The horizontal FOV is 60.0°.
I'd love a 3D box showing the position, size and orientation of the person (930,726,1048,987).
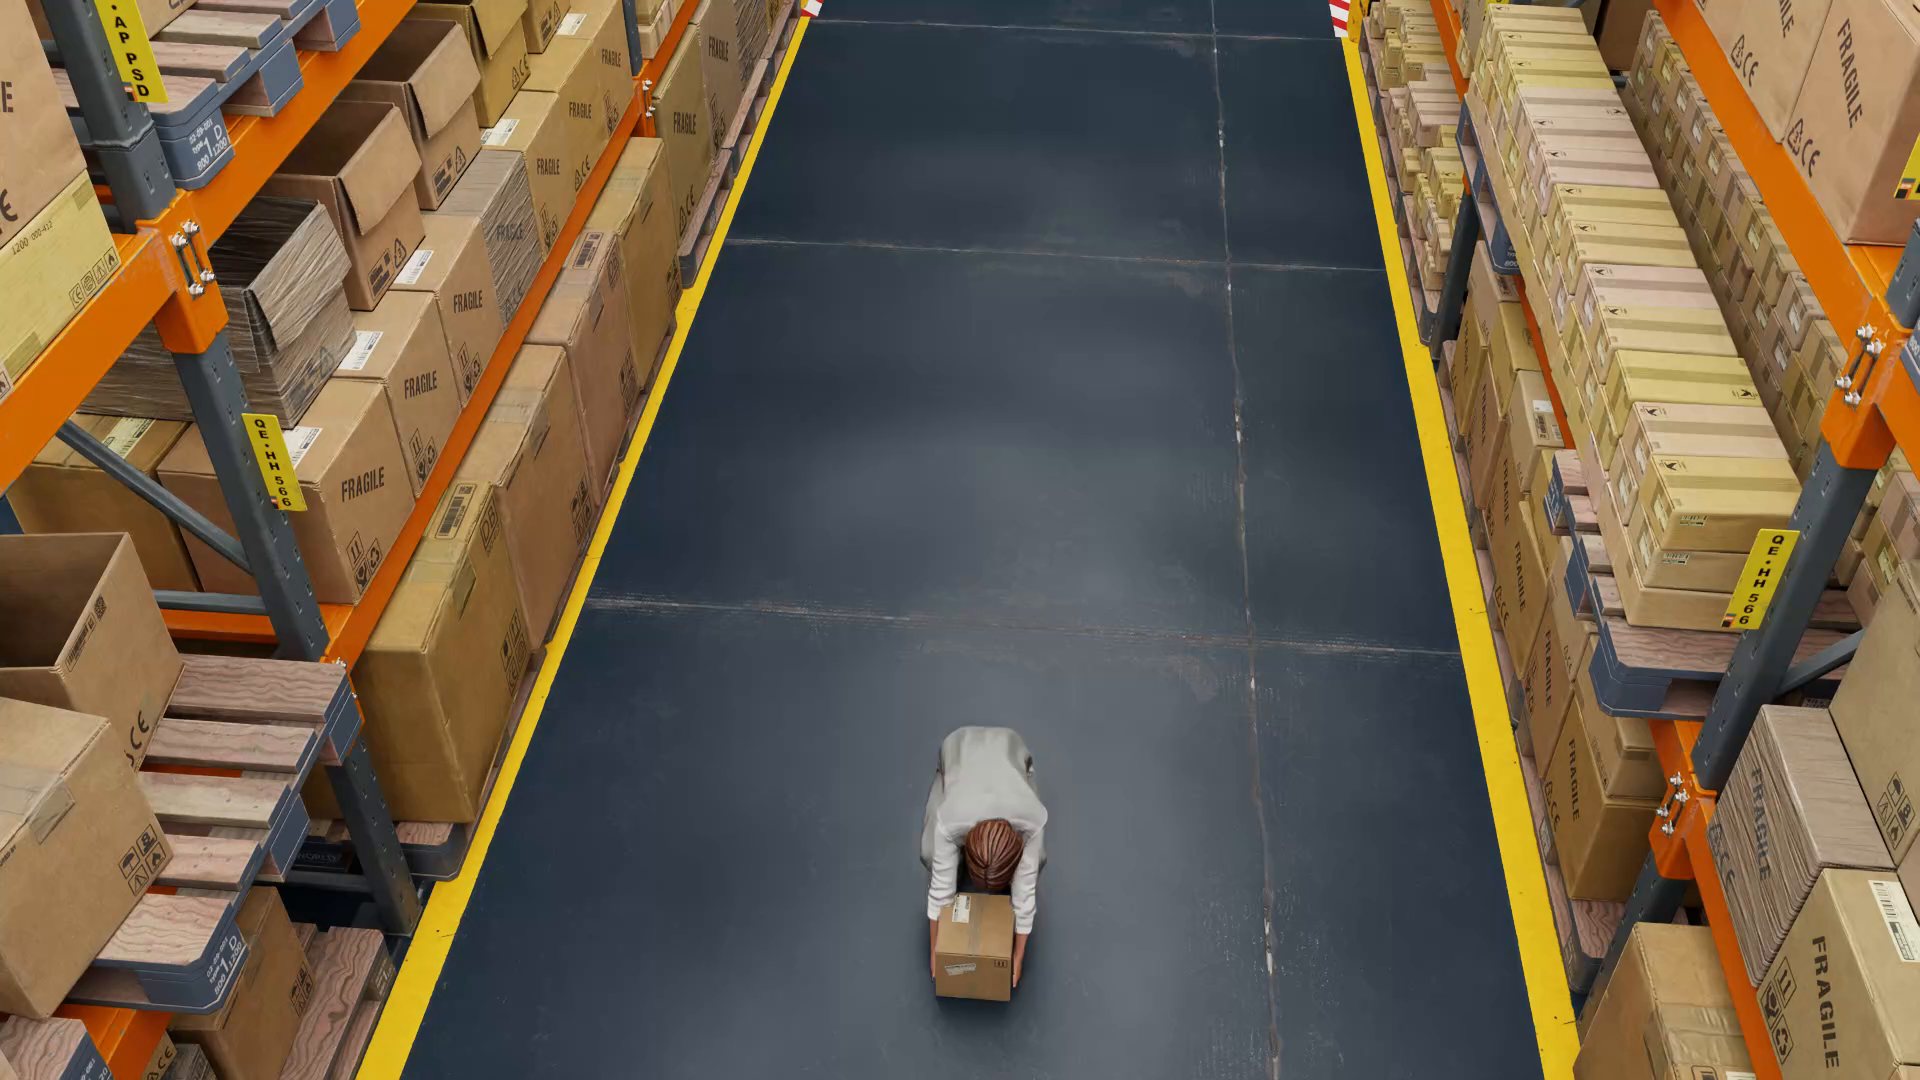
[{"bbox_3d":[0.096,1.015,5.717,0.405,0.763,0.830,3,41,4],"label":"person"}]
